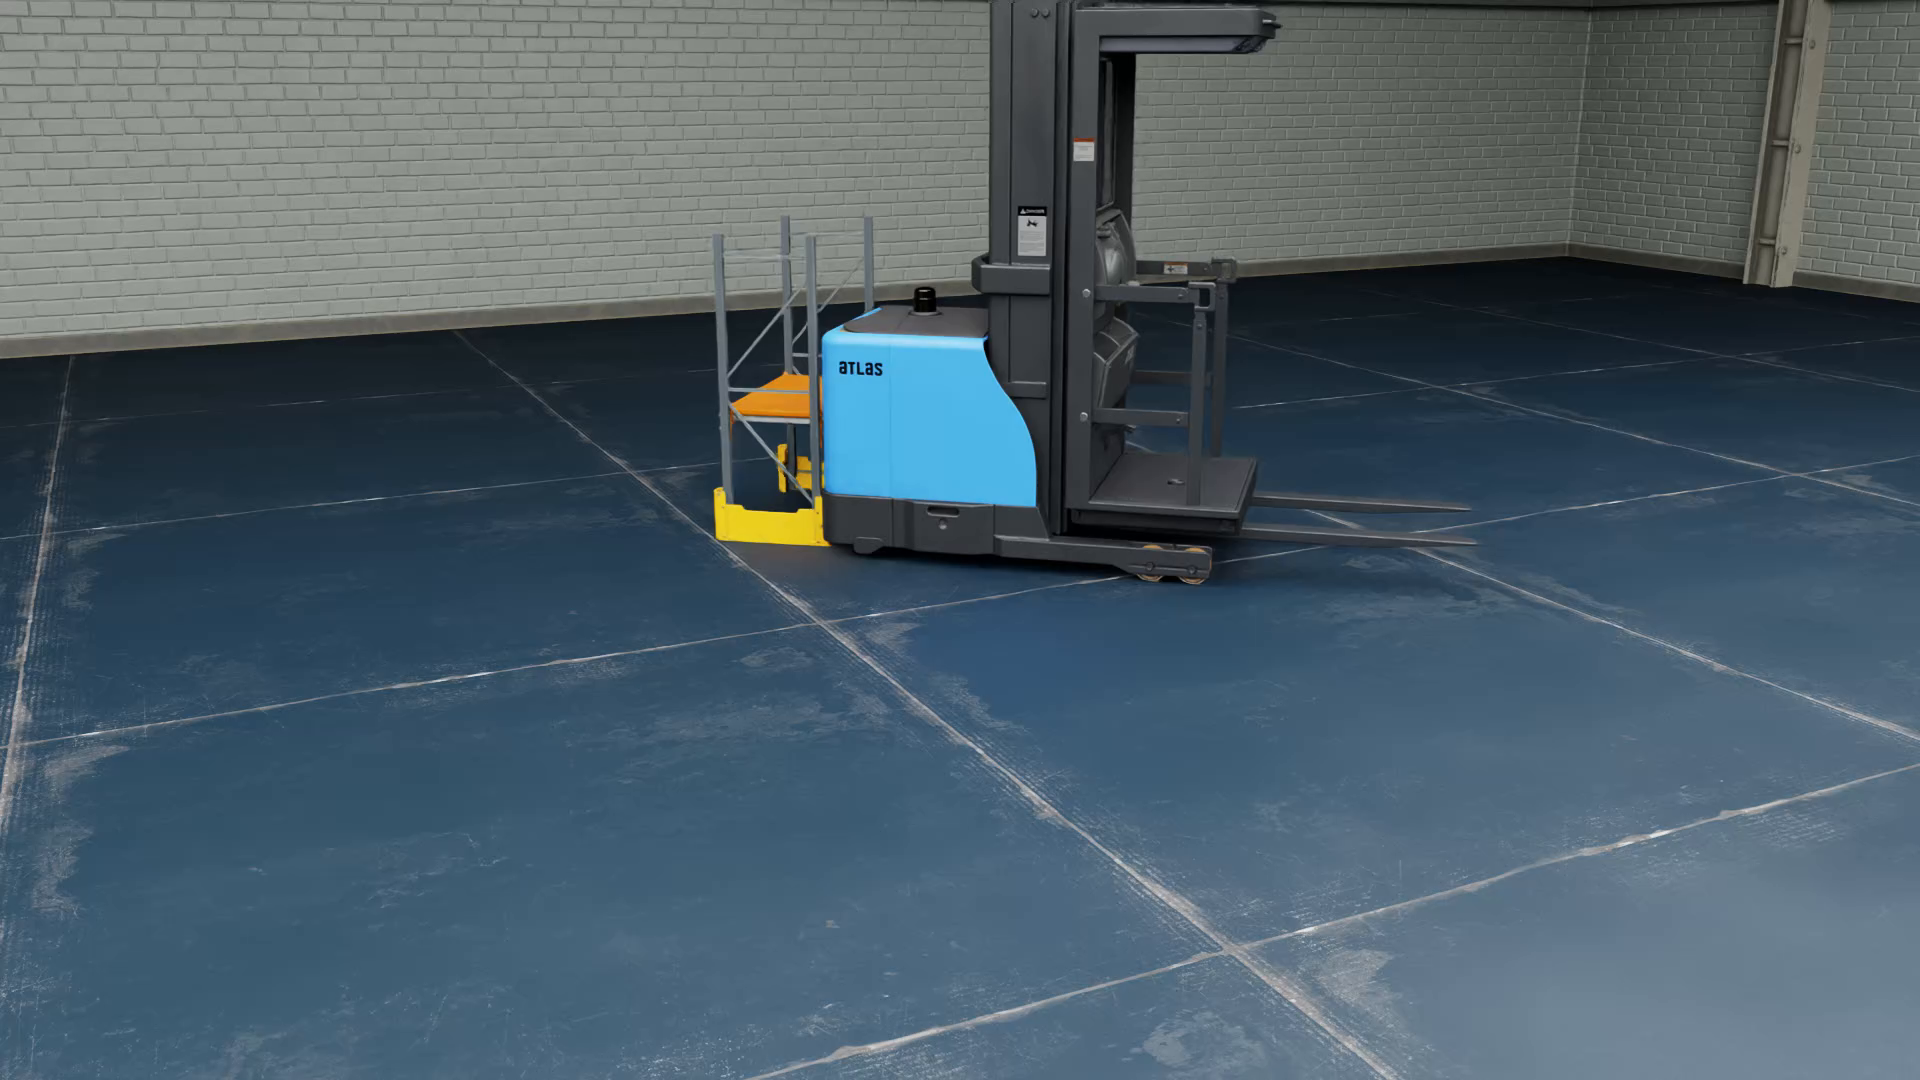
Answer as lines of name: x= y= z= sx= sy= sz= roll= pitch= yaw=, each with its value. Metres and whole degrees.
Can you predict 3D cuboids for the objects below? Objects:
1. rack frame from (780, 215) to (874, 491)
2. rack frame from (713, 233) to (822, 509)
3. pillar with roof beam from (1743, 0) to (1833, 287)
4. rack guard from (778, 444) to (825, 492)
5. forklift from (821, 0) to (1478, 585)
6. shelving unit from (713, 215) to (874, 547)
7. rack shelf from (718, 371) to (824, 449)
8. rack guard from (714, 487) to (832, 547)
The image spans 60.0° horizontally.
rack frame: x=-0.705 y=-0.990 z=8.981 sx=0.500 sy=1.500 sz=0.032 roll=3 pitch=16 yaw=12
rack frame: x=-0.922 y=-0.716 z=8.026 sx=0.500 sy=1.500 sz=0.032 roll=3 pitch=16 yaw=12
pillar with roof beam: x=4.760 y=-6.535 z=14.708 sx=9.100 sy=9.000 sz=0.400 roll=-8 pitch=18 yaw=-25
rack guard: x=-0.709 y=-0.384 z=9.135 sx=0.587 sy=0.250 sz=0.087 roll=3 pitch=16 yaw=12
forklift: x=0.913 y=-1.368 z=7.705 sx=3.031 sy=2.935 sz=1.130 roll=4 pitch=16 yaw=14
shelving unit: x=-0.815 y=-0.850 z=8.495 sx=0.587 sy=1.500 sz=1.083 roll=3 pitch=16 yaw=12
rack shelf: x=-0.813 y=-0.680 z=8.553 sx=0.538 sy=0.185 sz=1.000 roll=3 pitch=16 yaw=12
rack guard: x=-0.921 y=-0.115 z=8.200 sx=0.587 sy=0.250 sz=0.087 roll=3 pitch=16 yaw=12
